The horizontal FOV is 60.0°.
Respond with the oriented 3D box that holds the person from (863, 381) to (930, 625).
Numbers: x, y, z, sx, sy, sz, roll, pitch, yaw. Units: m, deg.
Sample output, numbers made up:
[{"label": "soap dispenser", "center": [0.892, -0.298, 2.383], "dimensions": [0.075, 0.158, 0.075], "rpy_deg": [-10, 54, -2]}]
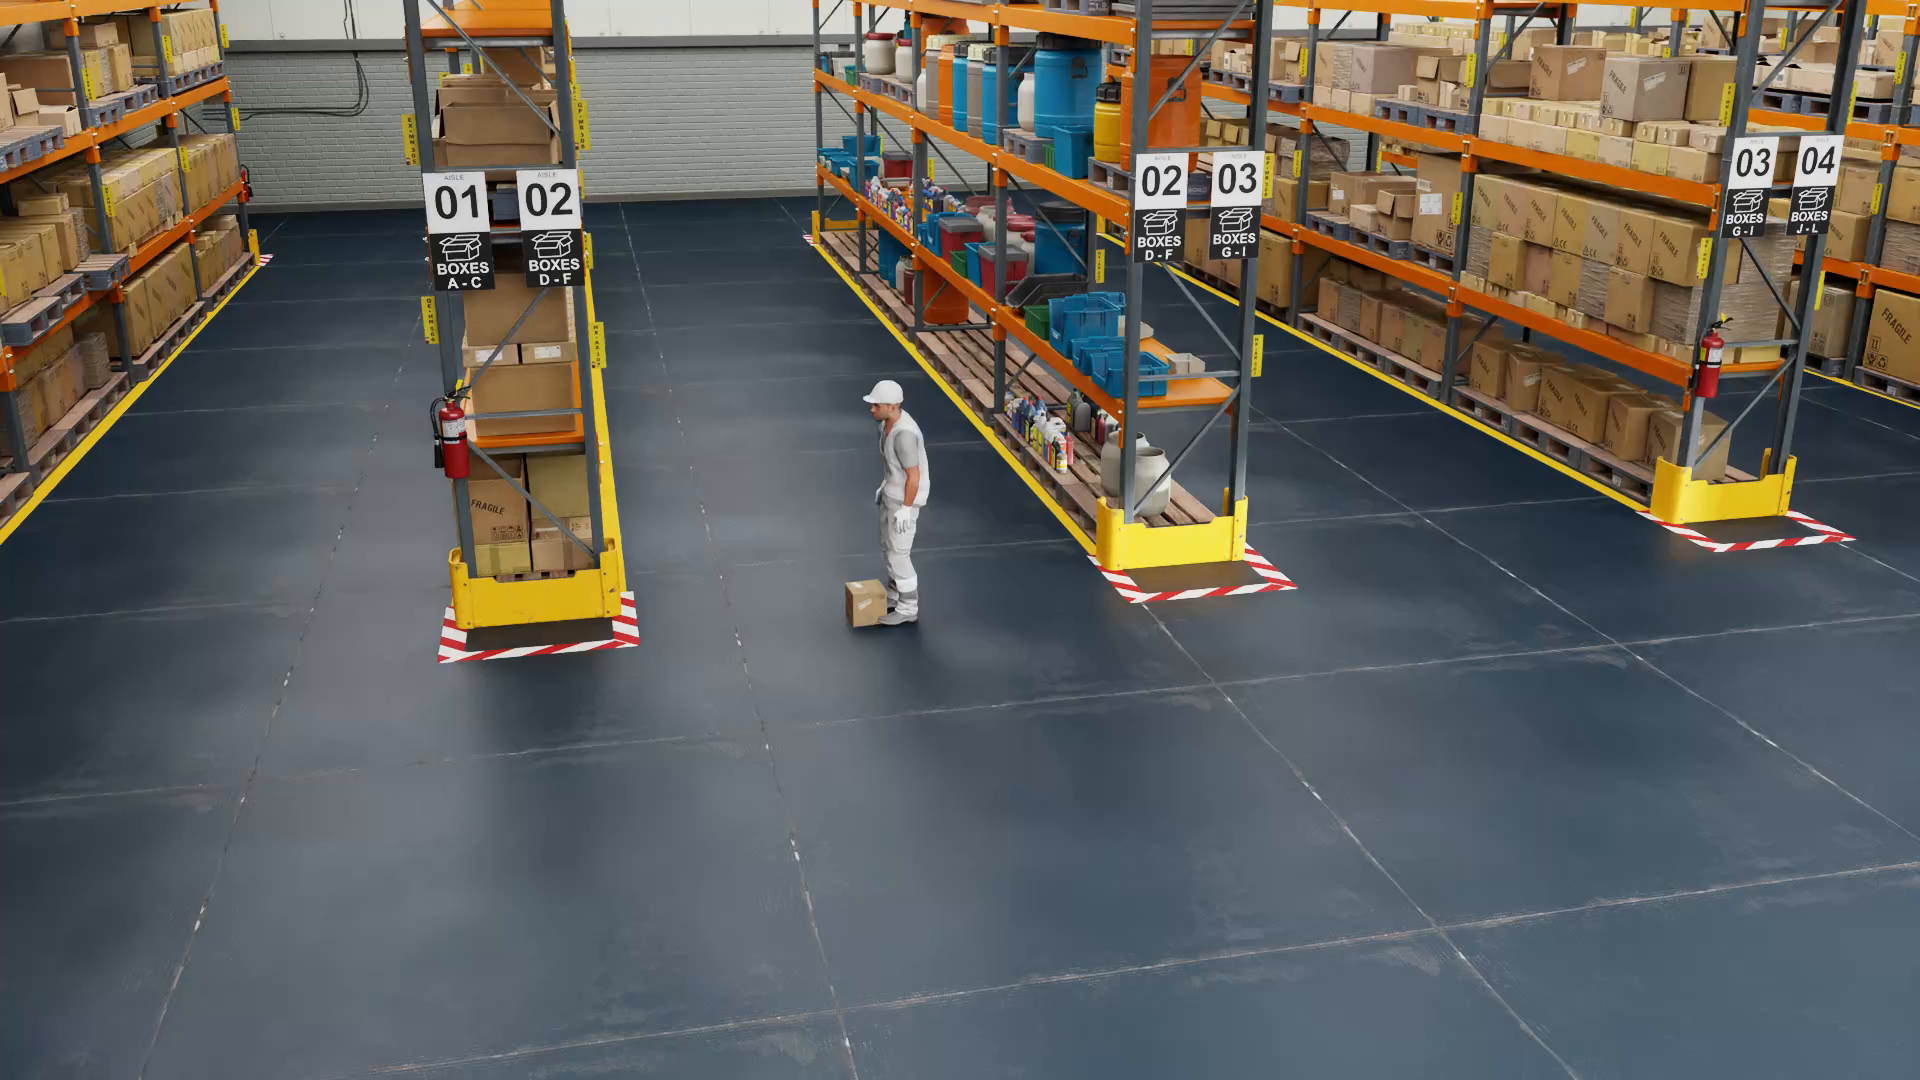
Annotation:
[{"label": "person", "center": [-0.459, -0.277, 11.835], "dimensions": [0.453, 1.778, 0.615], "rpy_deg": [-6, 20, -16]}]
